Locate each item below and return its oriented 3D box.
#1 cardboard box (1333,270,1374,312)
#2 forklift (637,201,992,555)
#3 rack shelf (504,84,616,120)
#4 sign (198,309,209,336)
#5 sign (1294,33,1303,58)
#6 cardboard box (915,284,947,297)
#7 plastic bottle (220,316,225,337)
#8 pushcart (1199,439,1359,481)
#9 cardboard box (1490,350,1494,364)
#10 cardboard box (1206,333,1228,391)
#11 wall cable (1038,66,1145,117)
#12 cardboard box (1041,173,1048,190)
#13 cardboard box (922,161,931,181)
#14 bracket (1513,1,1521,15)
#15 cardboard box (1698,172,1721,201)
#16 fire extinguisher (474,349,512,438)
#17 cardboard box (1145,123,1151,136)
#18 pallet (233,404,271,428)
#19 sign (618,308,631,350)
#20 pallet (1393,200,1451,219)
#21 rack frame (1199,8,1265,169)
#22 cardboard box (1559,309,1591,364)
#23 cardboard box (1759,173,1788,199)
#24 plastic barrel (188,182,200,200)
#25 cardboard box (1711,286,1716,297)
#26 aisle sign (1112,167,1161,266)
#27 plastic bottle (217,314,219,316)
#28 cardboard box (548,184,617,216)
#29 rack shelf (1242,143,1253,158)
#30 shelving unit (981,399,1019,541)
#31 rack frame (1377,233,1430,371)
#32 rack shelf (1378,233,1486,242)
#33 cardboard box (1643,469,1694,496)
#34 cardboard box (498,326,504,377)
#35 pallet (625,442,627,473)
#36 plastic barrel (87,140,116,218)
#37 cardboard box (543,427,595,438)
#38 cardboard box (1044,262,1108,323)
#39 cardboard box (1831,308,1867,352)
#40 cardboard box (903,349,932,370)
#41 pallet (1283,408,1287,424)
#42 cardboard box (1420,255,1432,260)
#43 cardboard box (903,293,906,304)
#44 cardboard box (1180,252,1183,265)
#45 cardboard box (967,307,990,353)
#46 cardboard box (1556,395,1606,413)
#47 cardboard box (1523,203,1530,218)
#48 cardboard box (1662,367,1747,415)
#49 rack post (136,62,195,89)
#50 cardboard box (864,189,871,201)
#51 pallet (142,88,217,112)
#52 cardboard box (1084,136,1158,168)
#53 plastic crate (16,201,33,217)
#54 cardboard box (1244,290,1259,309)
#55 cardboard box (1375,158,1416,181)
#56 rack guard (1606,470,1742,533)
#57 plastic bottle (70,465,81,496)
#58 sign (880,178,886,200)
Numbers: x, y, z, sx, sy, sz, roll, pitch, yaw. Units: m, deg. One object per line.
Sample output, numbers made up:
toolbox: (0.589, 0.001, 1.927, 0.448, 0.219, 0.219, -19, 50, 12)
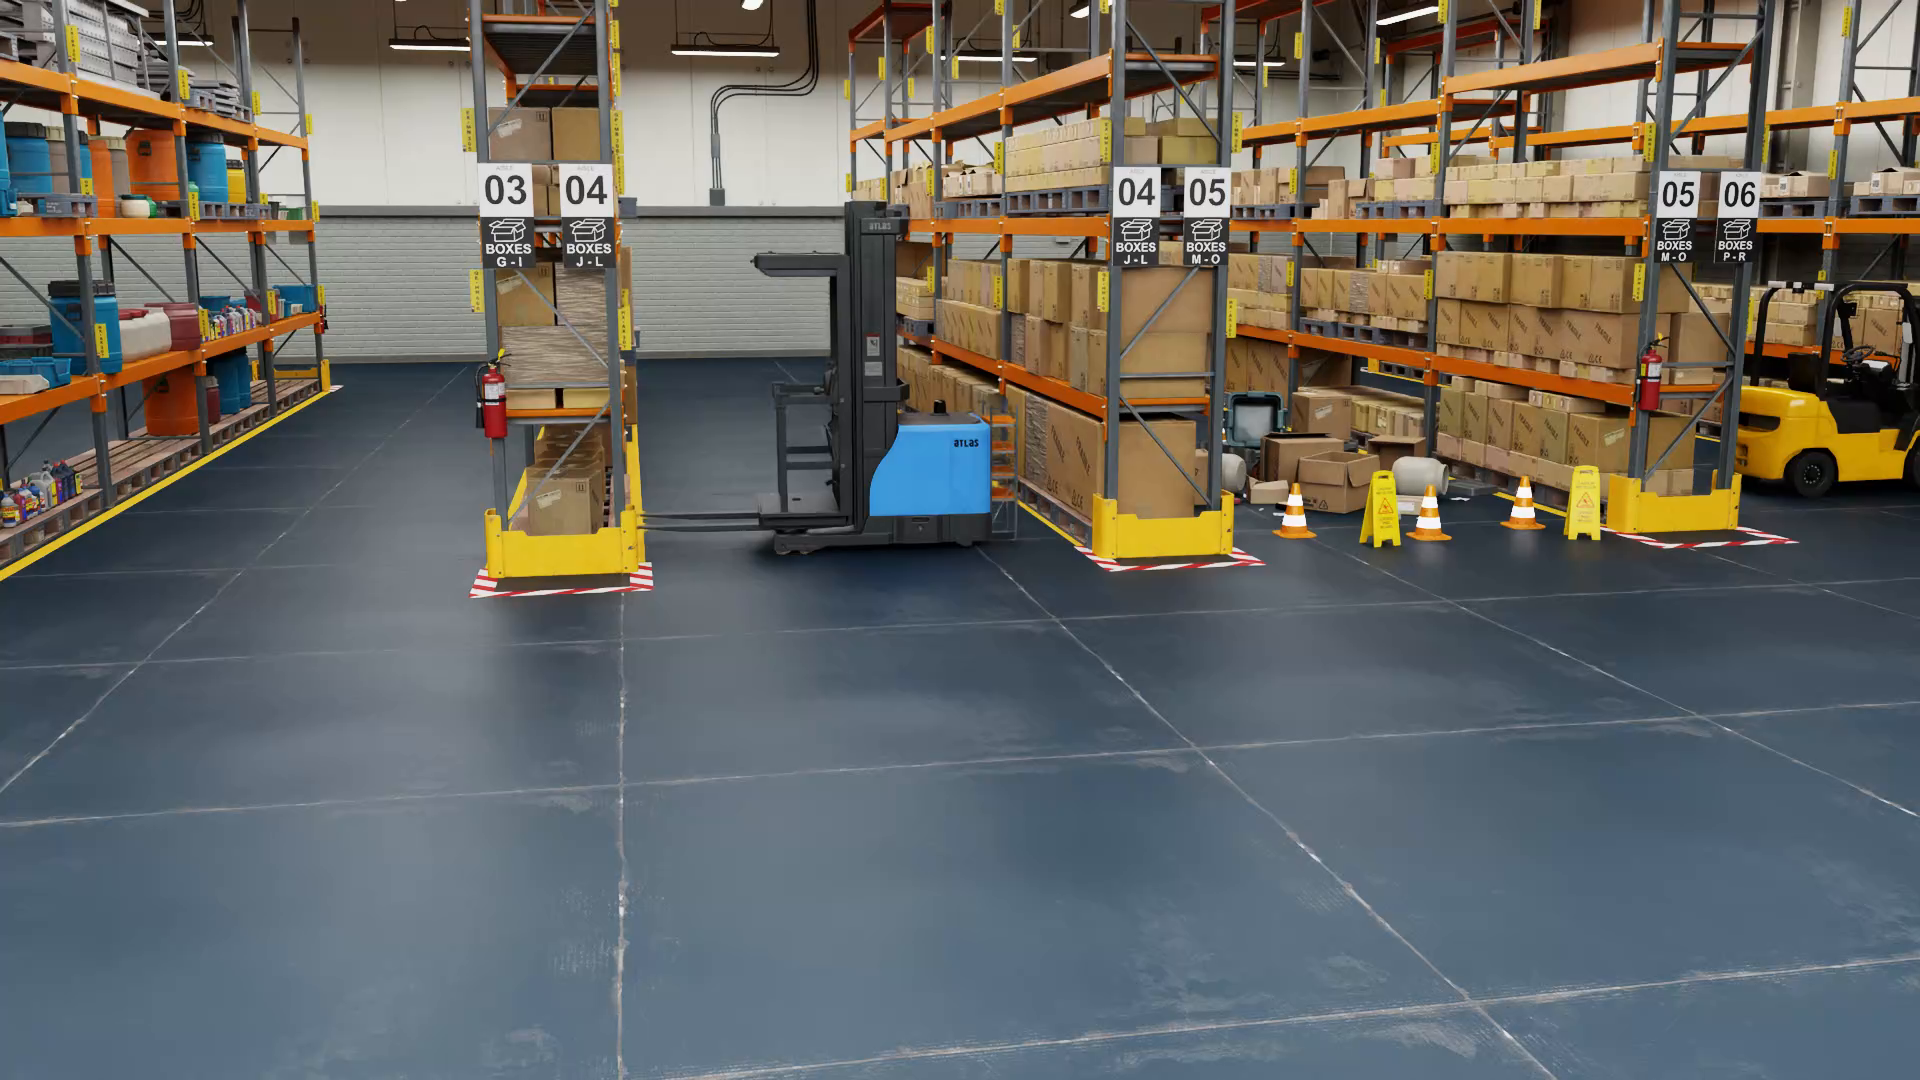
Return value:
cardboard box: (5.074, -3.156, 21.069, 0.500, 0.500, 0.500, -2, 11, -10)
forklift: (-1.284, -1.422, 14.329, 3.031, 2.935, 1.130, -1, 11, -7)
rack shelf: (-4.337, -4.708, 18.357, 1.077, 0.370, 4.000, -2, 11, -11)
sign: (-9.046, -2.599, 19.891, 0.100, 0.325, 0.005, -2, 11, -11)
sign: (4.451, -6.501, 21.861, 0.100, 0.325, 0.005, -2, 11, -11)
cardboard box: (-0.386, -3.288, 21.904, 0.380, 0.149, 0.250, -3, 11, -13)
plastic bottle: (-9.571, -2.759, 21.515, 0.097, 0.271, 0.097, 0, 11, 0)
pushcart: (3.546, -0.924, 18.541, 1.648, 0.377, 0.936, -6, 13, -31)
cardboard box: (5.798, -1.925, 17.459, 0.380, 0.149, 0.250, -2, 11, -11)
cardboard box: (4.416, -2.823, 26.066, 0.875, 0.875, 0.875, -2, 11, -9)
wall cable: (2.795, -8.512, 35.350, 2.355, 3.000, 0.029, -2, 11, -11)
cardboard box: (0.971, -3.353, 15.549, 0.380, 0.149, 0.250, -2, 11, -10)
cardboard box: (-0.289, -4.896, 22.061, 0.396, 0.266, 0.258, -2, 11, -11)
bracket: (9.405, -8.892, 27.718, 0.235, 0.232, 0.430, -2, 11, -11)
cardboard box: (6.715, -3.218, 15.166, 0.500, 0.250, 0.500, -2, 11, -12)
fire extinguisher: (-3.599, -1.134, 12.841, 0.296, 0.674, 0.183, -2, 11, -11)
cardboard box: (1.816, -3.581, 14.616, 0.380, 0.149, 0.250, -2, 11, -10)
pallet: (-10.253, -1.718, 23.158, 1.003, 0.211, 1.213, -2, 11, -11)
sign: (-2.637, -1.655, 13.055, 0.100, 0.325, 0.005, -2, 11, -11)
pallet: (5.758, -3.802, 19.132, 1.213, 0.211, 1.003, -2, 11, -11)
rack frame: (4.217, -6.718, 25.928, 1.000, 3.000, 0.127, -2, 11, -11)
cardboard box: (6.082, -1.947, 15.842, 0.500, 0.500, 0.500, -2, 11, -11)
cardboard box: (10.112, -4.435, 20.801, 0.500, 0.311, 0.500, -3, 11, -13)
plastic barrel: (-9.565, -4.303, 20.554, 0.294, 0.245, 0.294, 0, 11, 0)
cardboard box: (10.043, -3.237, 21.679, 0.380, 0.149, 0.250, -2, 11, -11)
aisle sign: (1.435, -2.625, 13.513, 0.394, 0.787, 0.004, -2, 11, -11)
plastic bottle: (-9.847, -2.872, 22.110, 0.097, 0.271, 0.097, 0, 11, 0)
cardboard box: (-3.010, -2.708, 13.279, 0.500, 0.250, 0.500, -2, 11, -9)
rack shelf: (3.828, -6.535, 27.959, 1.077, 0.370, 4.000, -2, 11, -11)
shelving unit: (0.349, -0.629, 14.790, 0.258, 1.200, 0.503, -2, 11, -8)
rack frame: (8.307, -4.686, 31.295, 1.000, 3.000, 0.127, -2, 11, -11)
rack shelf: (8.696, -5.439, 29.154, 1.077, 0.370, 4.000, -2, 11, -11)
cardboard box: (6.665, -0.584, 15.973, 0.500, 0.250, 0.500, -2, 11, -11)
cardboard box: (-3.465, -1.595, 13.989, 0.875, 0.500, 0.500, -2, 11, -11)
pallet: (-4.341, -0.941, 19.075, 1.003, 0.211, 1.213, -2, 11, -11)
plastic barrel: (-9.510, -3.903, 18.011, 0.600, 0.830, 0.708, -2, 11, -11)
cardboard box: (-3.909, -0.847, 16.688, 0.500, 0.500, 0.500, -2, 11, -13)
cardboard box: (1.277, -2.343, 15.696, 0.875, 0.550, 0.500, -2, 11, -11)
cardboard box: (10.472, -2.444, 19.245, 0.500, 0.500, 0.500, -2, 11, -13)
cardboard box: (-0.533, -2.583, 23.802, 0.500, 0.250, 0.500, -2, 11, -9)
pallet: (4.916, -1.815, 23.669, 1.003, 0.211, 1.213, -2, 11, -11)
cardboard box: (8.423, -4.759, 29.277, 0.500, 0.500, 0.500, -2, 11, -10)
cardboard box: (-0.585, -3.331, 22.928, 0.380, 0.149, 0.250, -2, 11, -11)
cardboard box: (3.855, -4.388, 26.788, 0.500, 0.500, 0.500, -2, 11, -11)
cardboard box: (0.377, -2.426, 19.153, 0.500, 0.500, 0.500, -2, 11, -10)
cardboard box: (6.002, -1.315, 16.075, 0.380, 0.149, 0.250, -2, 11, -9)
cardboard box: (5.893, -3.305, 16.687, 0.380, 0.149, 0.250, -2, 11, -11)
cardboard box: (10.106, -2.024, 22.537, 0.875, 0.625, 0.625, -2, 11, -9)
rack post: (-9.765, -5.539, 19.931, 0.954, 0.300, 0.937, -2, 11, -11)
cardboard box: (-1.277, -5.580, 27.035, 0.500, 0.250, 0.500, -3, 11, -13)
pallet: (-9.694, -5.288, 19.989, 1.213, 0.211, 1.003, -2, 11, -11)
cardboard box: (1.346, -3.253, 13.957, 0.500, 0.250, 0.500, -2, 11, -10)
plastic crate: (-8.097, -2.828, 14.215, 0.243, 0.136, 0.396, -2, 11, -11)
cardboard box: (4.429, -3.476, 24.002, 0.500, 0.250, 0.500, -2, 11, -12)
cardboard box: (5.315, -4.444, 19.940, 0.500, 0.250, 0.500, -2, 11, -10)
rack guard: (6.536, -0.356, 15.232, 1.175, 0.500, 0.348, -2, 11, -11)
plastic bottle: (-8.389, -0.569, 15.752, 0.061, 0.283, 0.133, -2, 11, -8)
sign: (-1.149, -5.279, 25.005, 0.100, 0.325, 0.005, -2, 11, -11)
